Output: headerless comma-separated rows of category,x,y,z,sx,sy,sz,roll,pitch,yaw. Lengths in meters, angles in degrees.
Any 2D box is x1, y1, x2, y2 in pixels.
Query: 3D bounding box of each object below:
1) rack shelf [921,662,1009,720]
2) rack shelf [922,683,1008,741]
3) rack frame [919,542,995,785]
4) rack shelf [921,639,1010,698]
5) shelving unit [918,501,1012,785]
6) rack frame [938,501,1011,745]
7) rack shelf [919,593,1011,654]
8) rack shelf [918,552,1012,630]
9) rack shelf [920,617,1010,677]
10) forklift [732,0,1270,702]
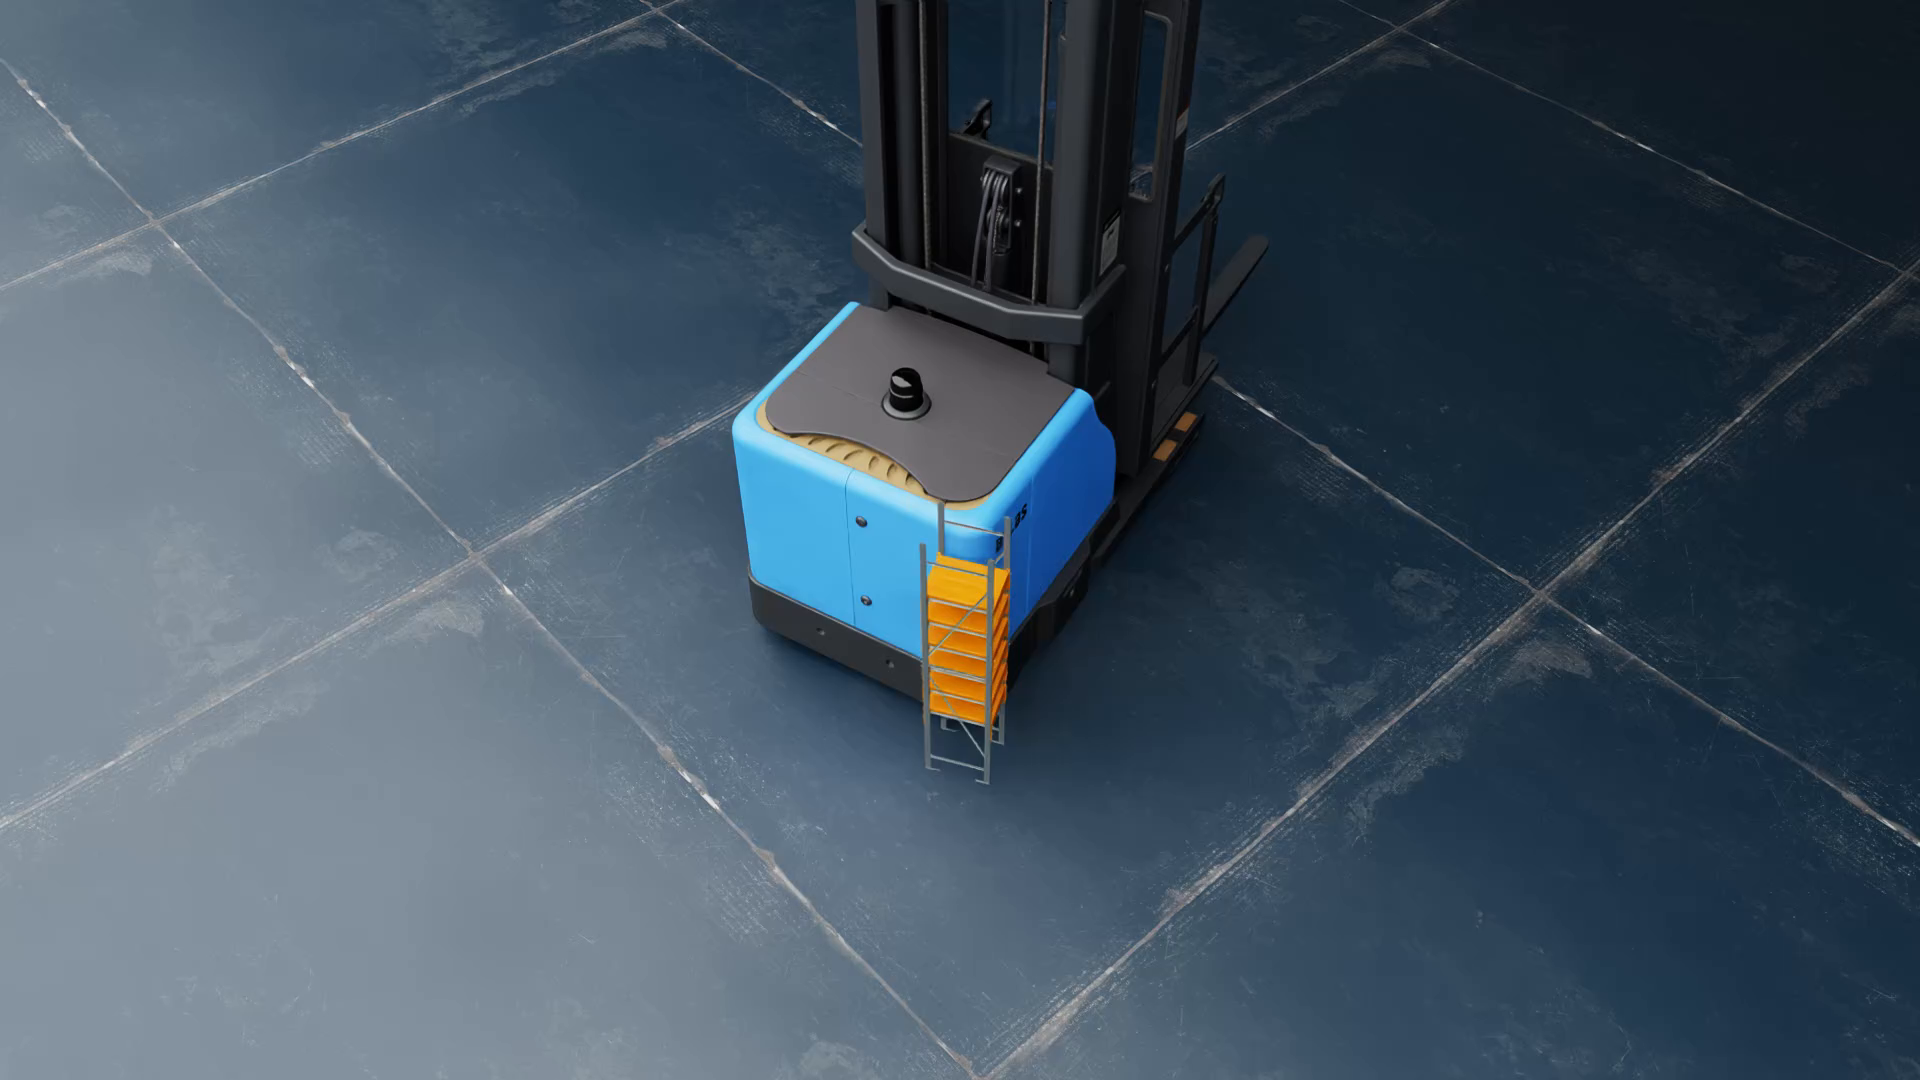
rack shelf,0.018,0.488,5.707,0.258,0.103,0.180,13,49,12
rack shelf,0.018,0.570,5.795,0.258,0.103,0.180,13,49,12
rack frame,-0.010,0.441,5.526,0.240,1.200,0.006,13,49,12
rack shelf,0.018,0.407,5.618,0.258,0.103,0.180,13,49,12
shelving unit,0.018,0.377,5.586,0.258,1.200,0.189,13,49,12
rack frame,0.045,0.313,5.645,0.240,1.200,0.006,13,49,12
rack shelf,0.018,0.245,5.442,0.258,0.103,0.180,13,49,12
rack shelf,0.018,0.163,5.353,0.258,0.103,0.180,13,49,12
rack shelf,0.018,0.326,5.530,0.258,0.103,0.180,13,49,12
forklift,0.385,-1.416,6.062,1.130,2.935,3.031,23,52,20
